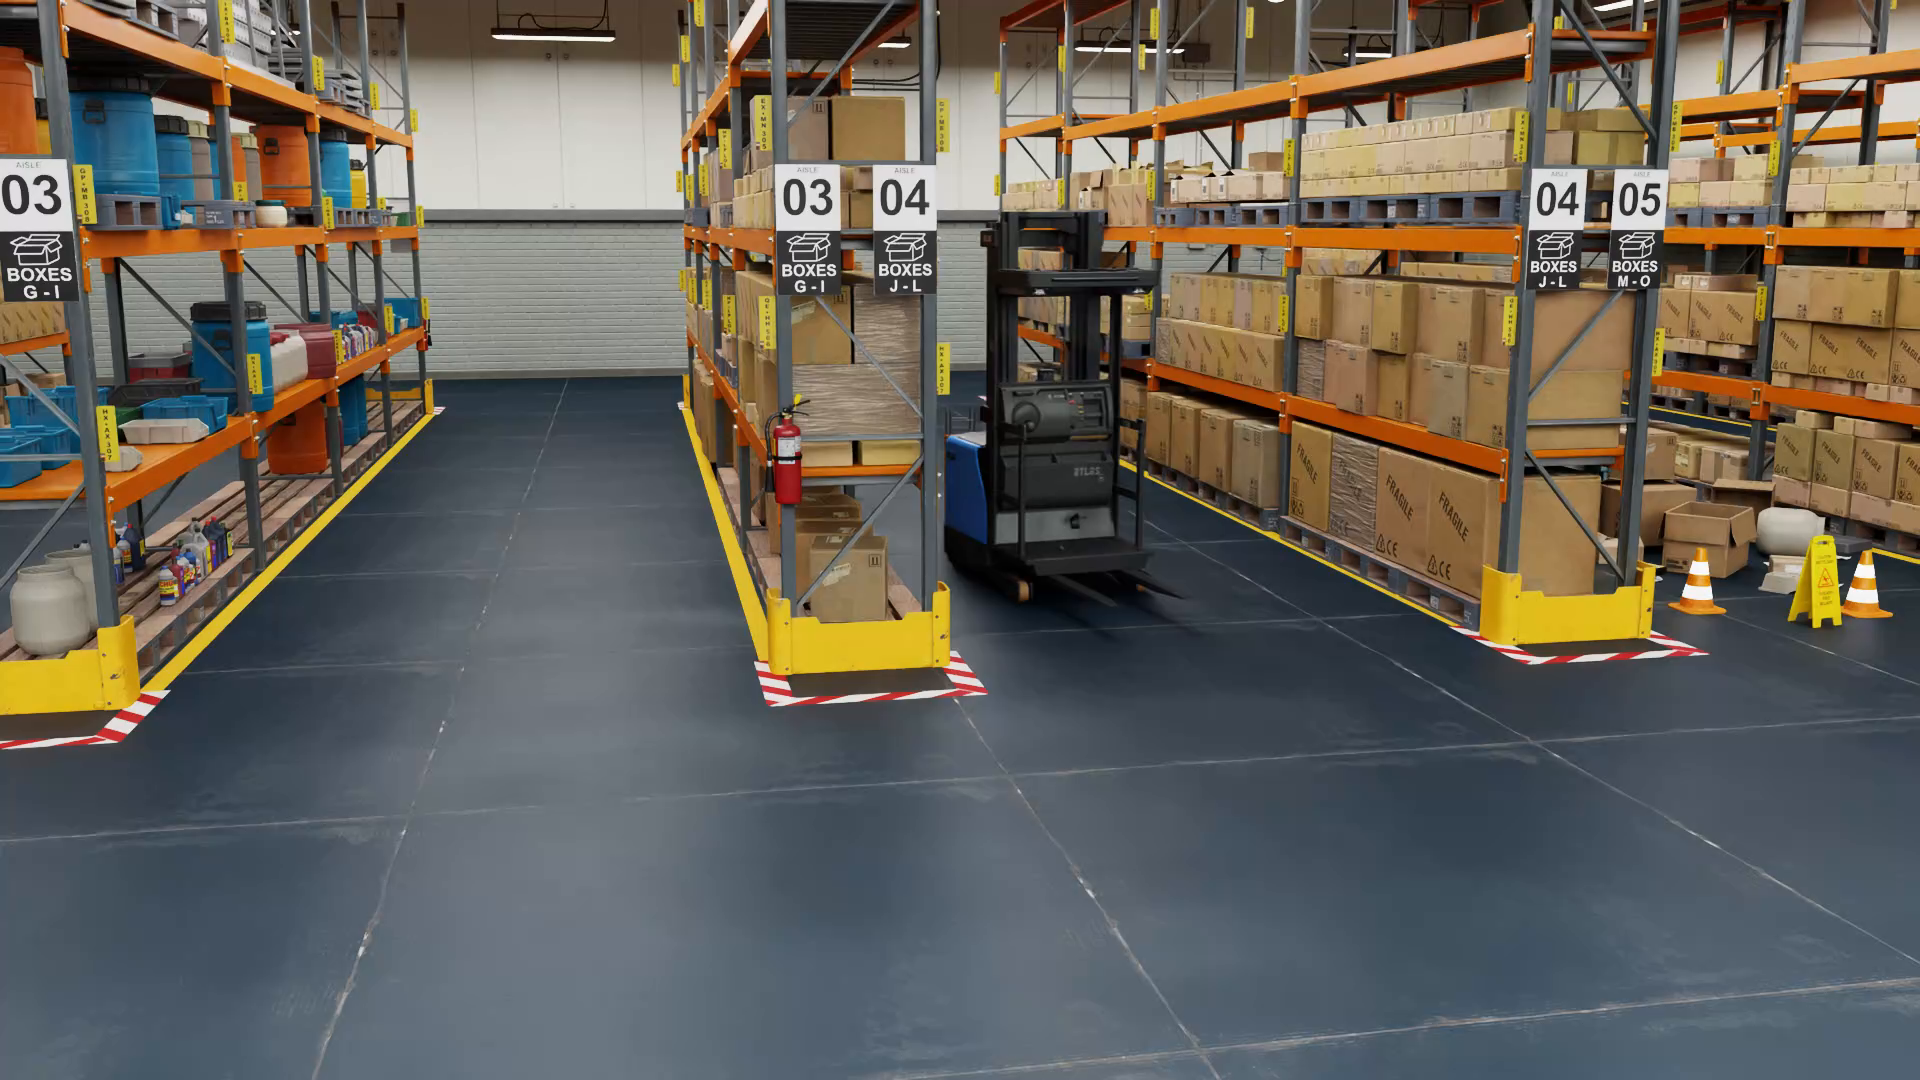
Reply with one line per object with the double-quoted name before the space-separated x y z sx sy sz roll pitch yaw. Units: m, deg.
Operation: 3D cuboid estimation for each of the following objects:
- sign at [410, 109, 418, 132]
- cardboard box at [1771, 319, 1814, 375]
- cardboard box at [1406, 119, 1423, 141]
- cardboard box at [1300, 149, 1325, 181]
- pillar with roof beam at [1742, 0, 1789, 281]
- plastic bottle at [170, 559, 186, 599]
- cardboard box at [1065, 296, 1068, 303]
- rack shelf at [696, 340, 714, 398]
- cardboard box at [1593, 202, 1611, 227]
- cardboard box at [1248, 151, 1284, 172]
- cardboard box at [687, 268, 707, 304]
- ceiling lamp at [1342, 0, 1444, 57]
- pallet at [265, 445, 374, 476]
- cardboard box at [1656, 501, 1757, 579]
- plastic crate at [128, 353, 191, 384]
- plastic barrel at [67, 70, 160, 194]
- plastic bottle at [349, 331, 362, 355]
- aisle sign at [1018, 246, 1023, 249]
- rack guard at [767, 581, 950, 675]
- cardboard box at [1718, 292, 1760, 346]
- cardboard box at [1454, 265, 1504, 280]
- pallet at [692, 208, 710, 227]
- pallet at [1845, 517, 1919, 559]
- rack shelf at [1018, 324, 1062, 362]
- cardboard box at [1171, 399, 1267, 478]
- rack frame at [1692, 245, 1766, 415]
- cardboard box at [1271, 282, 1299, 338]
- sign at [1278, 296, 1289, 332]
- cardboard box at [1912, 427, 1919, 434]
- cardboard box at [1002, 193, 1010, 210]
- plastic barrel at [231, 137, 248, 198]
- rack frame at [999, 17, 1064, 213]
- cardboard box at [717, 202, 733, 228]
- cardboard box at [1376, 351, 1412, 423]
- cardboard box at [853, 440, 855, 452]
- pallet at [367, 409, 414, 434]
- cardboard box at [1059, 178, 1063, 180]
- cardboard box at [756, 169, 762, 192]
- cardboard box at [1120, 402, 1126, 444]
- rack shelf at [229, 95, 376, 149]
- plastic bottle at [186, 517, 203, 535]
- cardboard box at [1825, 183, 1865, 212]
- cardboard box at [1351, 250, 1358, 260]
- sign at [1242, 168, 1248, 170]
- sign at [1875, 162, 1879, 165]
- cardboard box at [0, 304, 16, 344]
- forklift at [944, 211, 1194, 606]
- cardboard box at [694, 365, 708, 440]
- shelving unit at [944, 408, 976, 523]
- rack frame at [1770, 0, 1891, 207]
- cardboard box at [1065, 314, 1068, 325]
"sign" -8.081 -6.210 24.621 0.100 0.325 0.005 -2 11 -11
"cardboard box" 8.108 -1.843 15.793 0.500 0.500 0.500 -2 11 -11
"cardboard box" 3.593 -3.086 12.514 0.380 0.149 0.250 -2 11 -12
"cardboard box" 3.281 -3.241 14.396 0.500 0.250 0.500 -2 11 -11
"pillar with roof beam" 8.134 -6.338 24.428 9.100 9.000 0.548 -2 11 -11
"plastic bottle" -5.578 0.268 11.854 0.061 0.283 0.133 -2 11 -10
"cardboard box" 1.590 -3.242 22.166 0.380 0.149 0.250 -2 11 -9
"rack shelf" -2.592 -2.125 20.263 1.077 0.370 4.000 -2 11 -11
"cardboard box" 7.692 -3.820 18.956 0.700 0.500 0.500 -2 11 -11
"cardboard box" 3.295 -3.743 17.158 0.500 0.500 0.500 -2 11 -11
"cardboard box" -3.726 -3.735 24.399 0.500 0.500 0.500 -2 11 -13
"ceiling lamp" 8.025 -10.342 29.854 2.000 3.185 0.800 -2 11 -11
"pallet" -7.489 -0.928 19.507 1.003 0.211 1.213 -2 11 -11
"cardboard box" 6.249 -0.008 13.895 0.637 0.503 0.797 9 14 38
"plastic crate" -6.678 -1.307 13.869 0.402 0.464 0.583 -2 11 -11
"plastic barrel" -6.195 -2.937 12.121 0.600 0.901 0.708 -2 11 -11
"plastic bottle" -7.250 -2.359 19.902 0.152 0.276 0.135 -2 11 -11
"aisle sign" 0.818 -5.020 26.597 0.394 0.787 0.004 -2 11 -11
"rack guard" -0.662 0.570 10.866 1.175 0.500 0.348 -2 11 -11
"cardboard box" 7.981 -2.216 16.632 0.500 0.500 0.500 -2 11 -12
"cardboard box" 6.872 -3.376 21.969 0.500 0.500 0.500 -2 11 -12
"pallet" -2.380 -3.608 18.616 1.213 0.211 1.003 -2 11 -8
"pallet" 8.702 -0.022 14.749 1.003 0.211 1.213 -2 11 -11
"rack shelf" 1.515 -3.020 24.967 1.077 0.370 4.000 -2 11 -11
"cardboard box" 2.886 -1.099 17.844 1.050 0.750 0.750 -2 11 -10
"rack frame" 11.608 -3.387 24.968 1.000 3.000 0.127 -2 11 -11
"cardboard box" 3.358 -2.171 15.638 0.700 0.500 0.500 -2 11 -12
"sign" 2.930 -2.048 15.050 0.100 0.325 0.005 -2 11 -11
"cardboard box" 8.775 -0.770 15.446 0.500 0.500 0.500 -2 11 -10
"cardboard box" 0.959 -5.294 26.032 0.500 0.250 0.500 -2 11 -10
"plastic barrel" -6.987 -3.337 15.538 0.600 0.830 0.708 -2 11 -11
"rack frame" 1.126 -6.688 26.266 1.000 3.000 0.127 -2 11 -11
"cardboard box" -2.152 -3.228 16.512 0.500 0.250 0.500 -2 11 -10
"cardboard box" 3.864 -1.249 13.337 0.875 0.550 0.500 -2 11 -11
"cardboard box" -0.532 -0.675 11.391 0.380 0.149 0.250 -2 11 -11
"pallet" -8.261 -1.653 23.316 1.003 0.211 1.213 -2 11 -11
"cardboard box" 1.575 -4.896 22.871 0.380 0.149 0.250 -3 11 -14
"cardboard box" -1.175 -2.423 11.217 0.380 0.149 0.250 -2 11 -11
"cardboard box" 2.200 -1.458 20.398 0.500 0.500 0.500 -2 11 -9
"rack shelf" -7.450 -4.695 18.793 1.077 0.370 4.000 -2 11 -11
"plastic bottle" -6.017 0.000 13.081 0.144 0.351 0.185 -2 11 -11
"cardboard box" 8.222 -3.099 15.041 0.500 0.250 0.500 -2 11 -11
"cardboard box" 6.181 -4.346 25.332 0.380 0.149 0.250 -2 11 -12
"sign" 3.228 -4.058 18.880 0.100 0.325 0.005 -2 11 -11
"sign" 8.827 -3.487 16.089 0.100 0.325 0.005 -2 11 -11
"cardboard box" -12.728 -2.824 21.743 0.500 0.500 0.500 -2 11 -11
"forklift" 0.841 -1.051 12.877 1.130 2.935 3.031 -4 11 -19
"cardboard box" -2.662 -1.727 20.808 1.225 0.875 0.875 -3 11 -13
"shelving unit" 0.003 -0.587 15.070 0.258 1.200 0.189 -2 11 -11
"rack frame" 8.296 -4.685 15.746 1.000 3.000 0.127 -2 11 -11
"cardboard box" 1.589 -2.950 22.223 0.380 0.149 0.250 -2 11 -10
